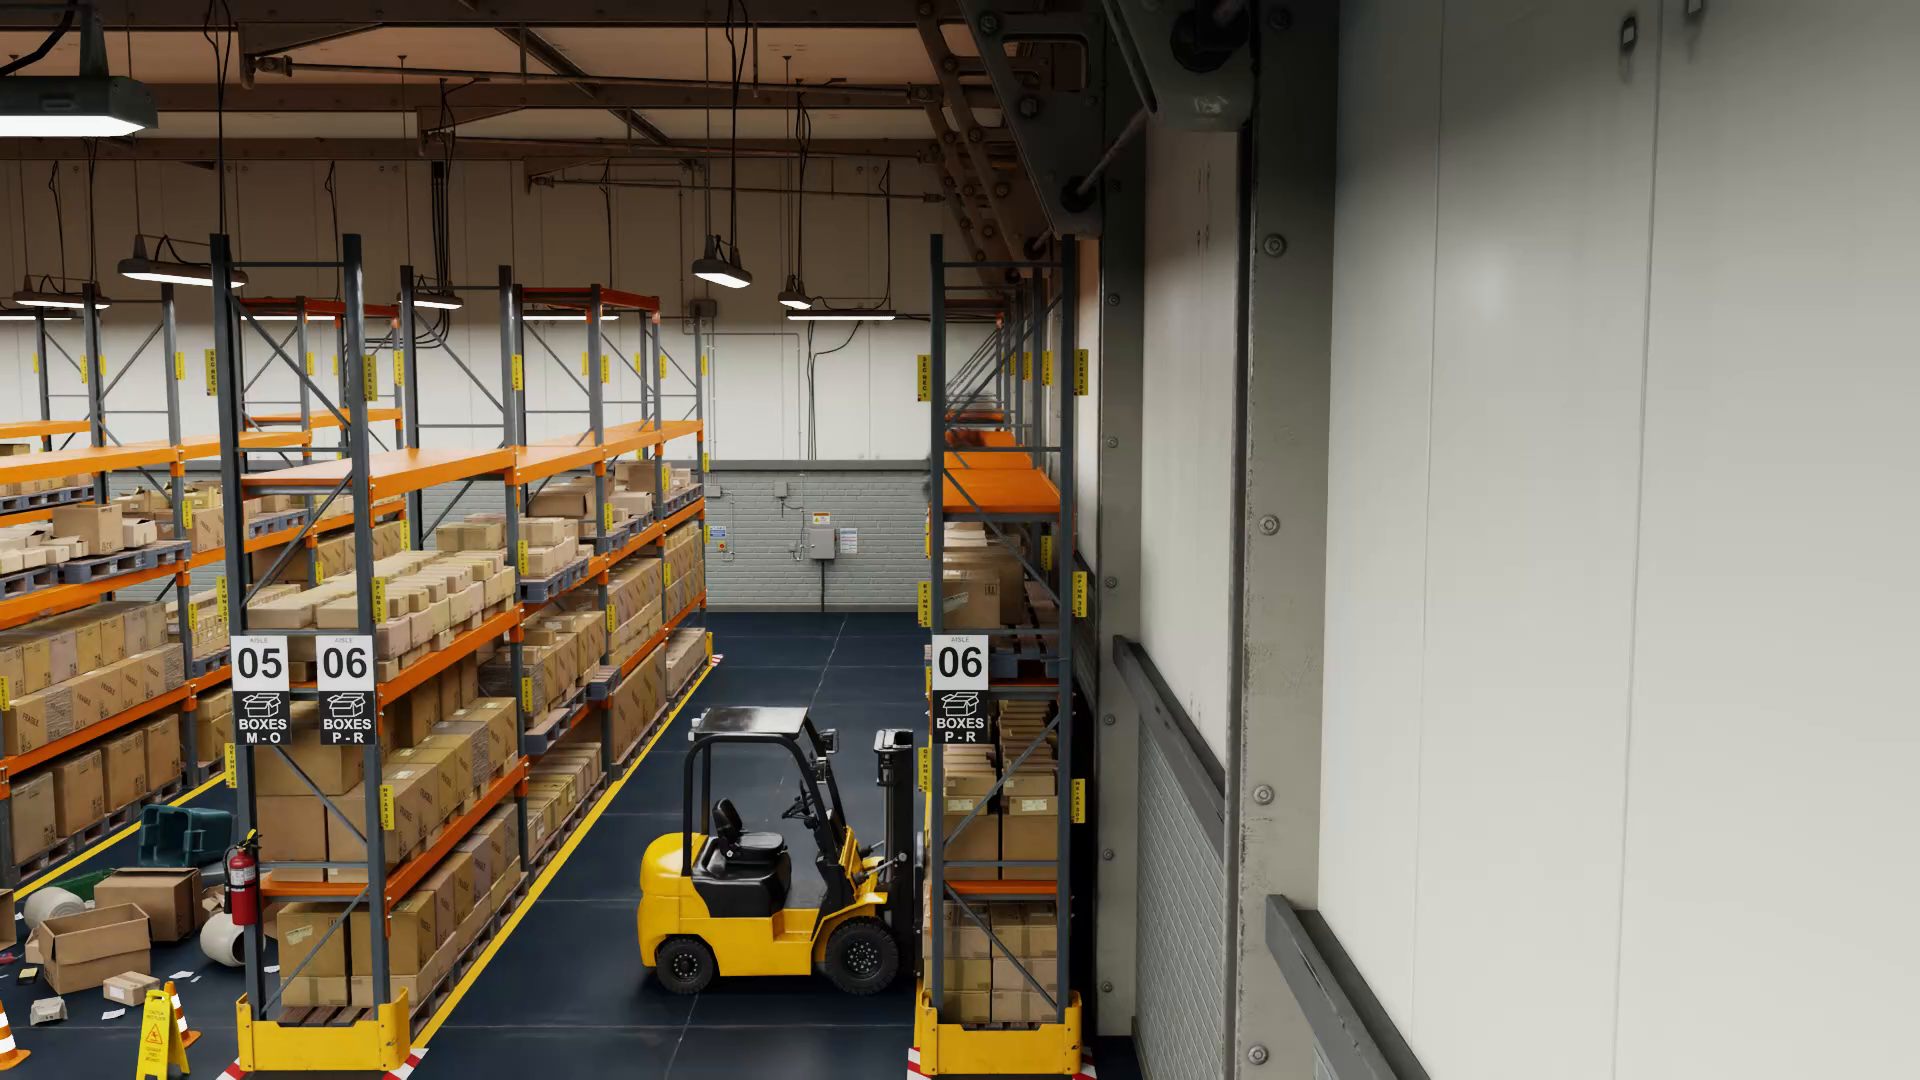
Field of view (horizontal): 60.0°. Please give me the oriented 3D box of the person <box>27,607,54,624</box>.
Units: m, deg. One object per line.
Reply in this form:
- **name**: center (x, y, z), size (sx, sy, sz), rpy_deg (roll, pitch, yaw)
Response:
- **person**: center (-12.808, 1.707, 23.305), size (0.730, 1.750, 0.919), rpy_deg (-1, 6, -5)
